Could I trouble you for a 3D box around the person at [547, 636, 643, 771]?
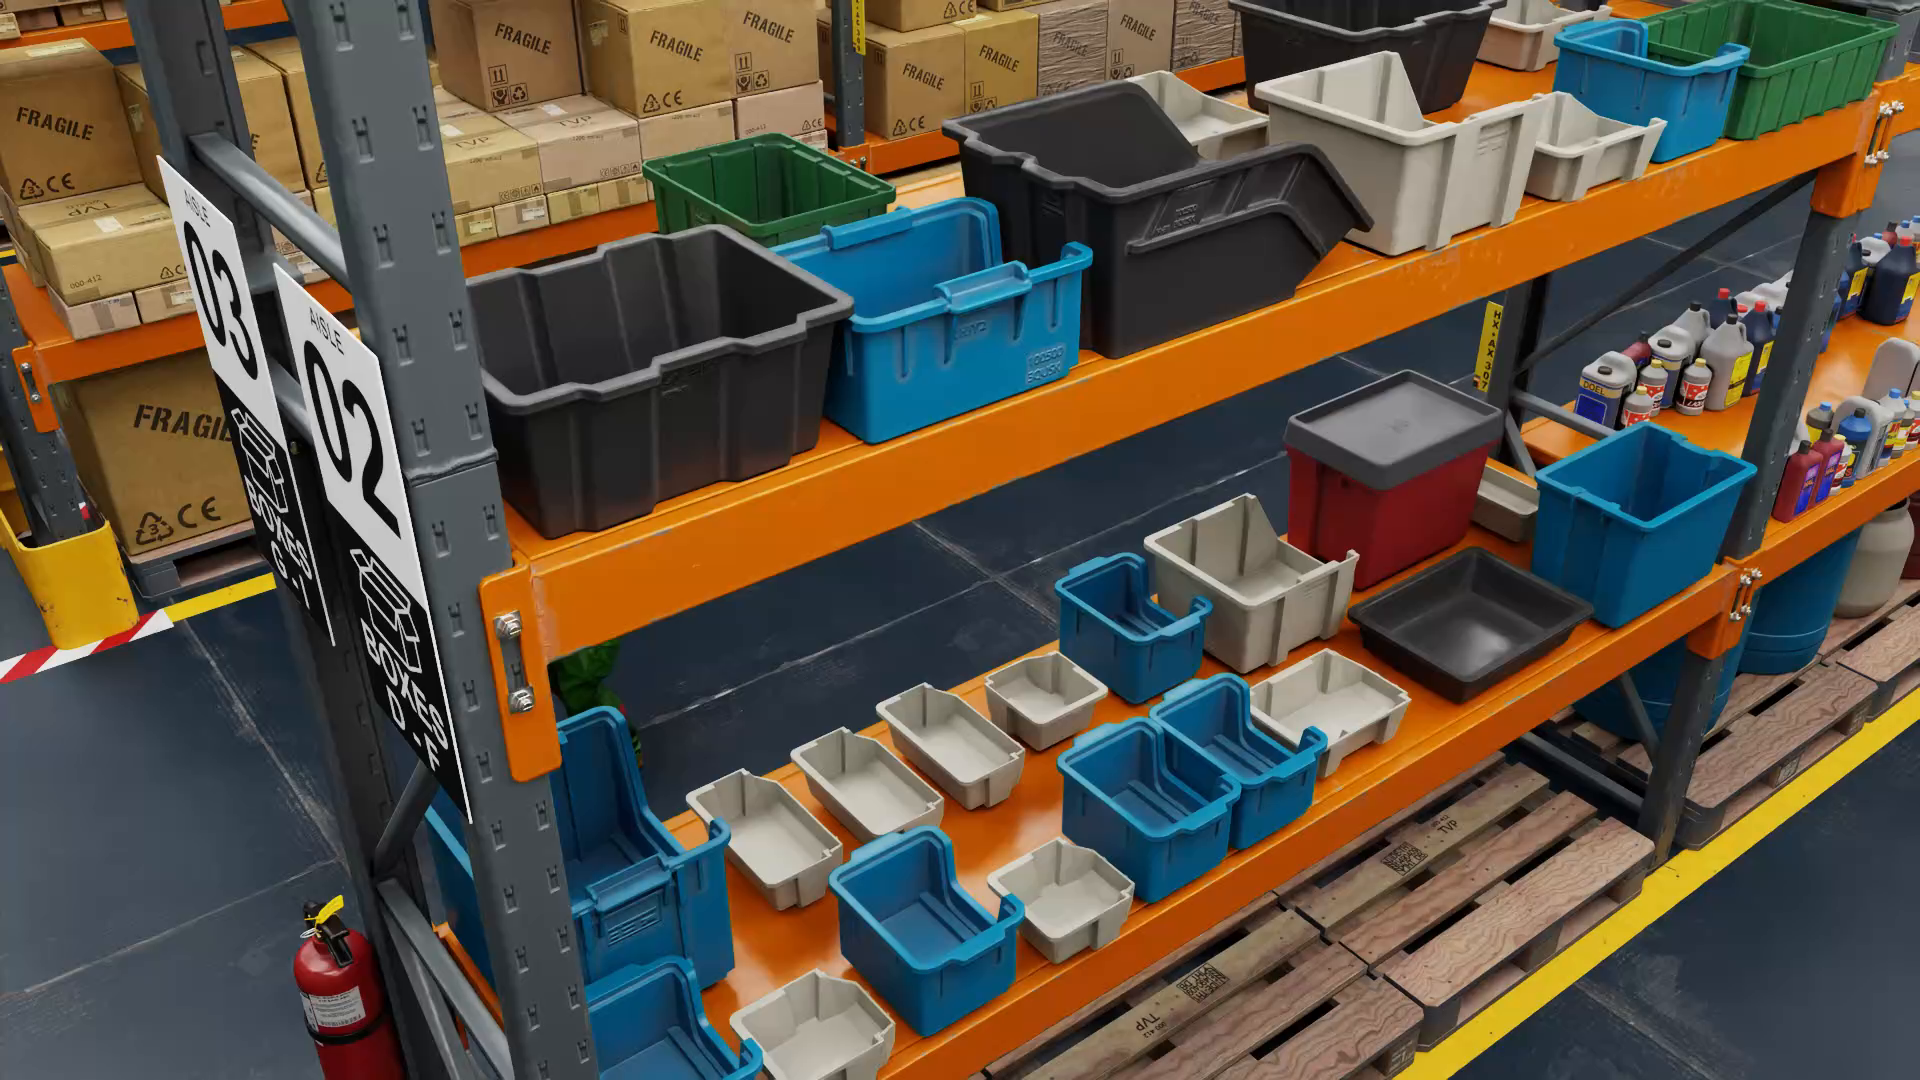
[{"bbox_3d":[-1.561,0.387,5.990,0.927,1.258,0.507,-24,39,-33],"label":"person"}]
